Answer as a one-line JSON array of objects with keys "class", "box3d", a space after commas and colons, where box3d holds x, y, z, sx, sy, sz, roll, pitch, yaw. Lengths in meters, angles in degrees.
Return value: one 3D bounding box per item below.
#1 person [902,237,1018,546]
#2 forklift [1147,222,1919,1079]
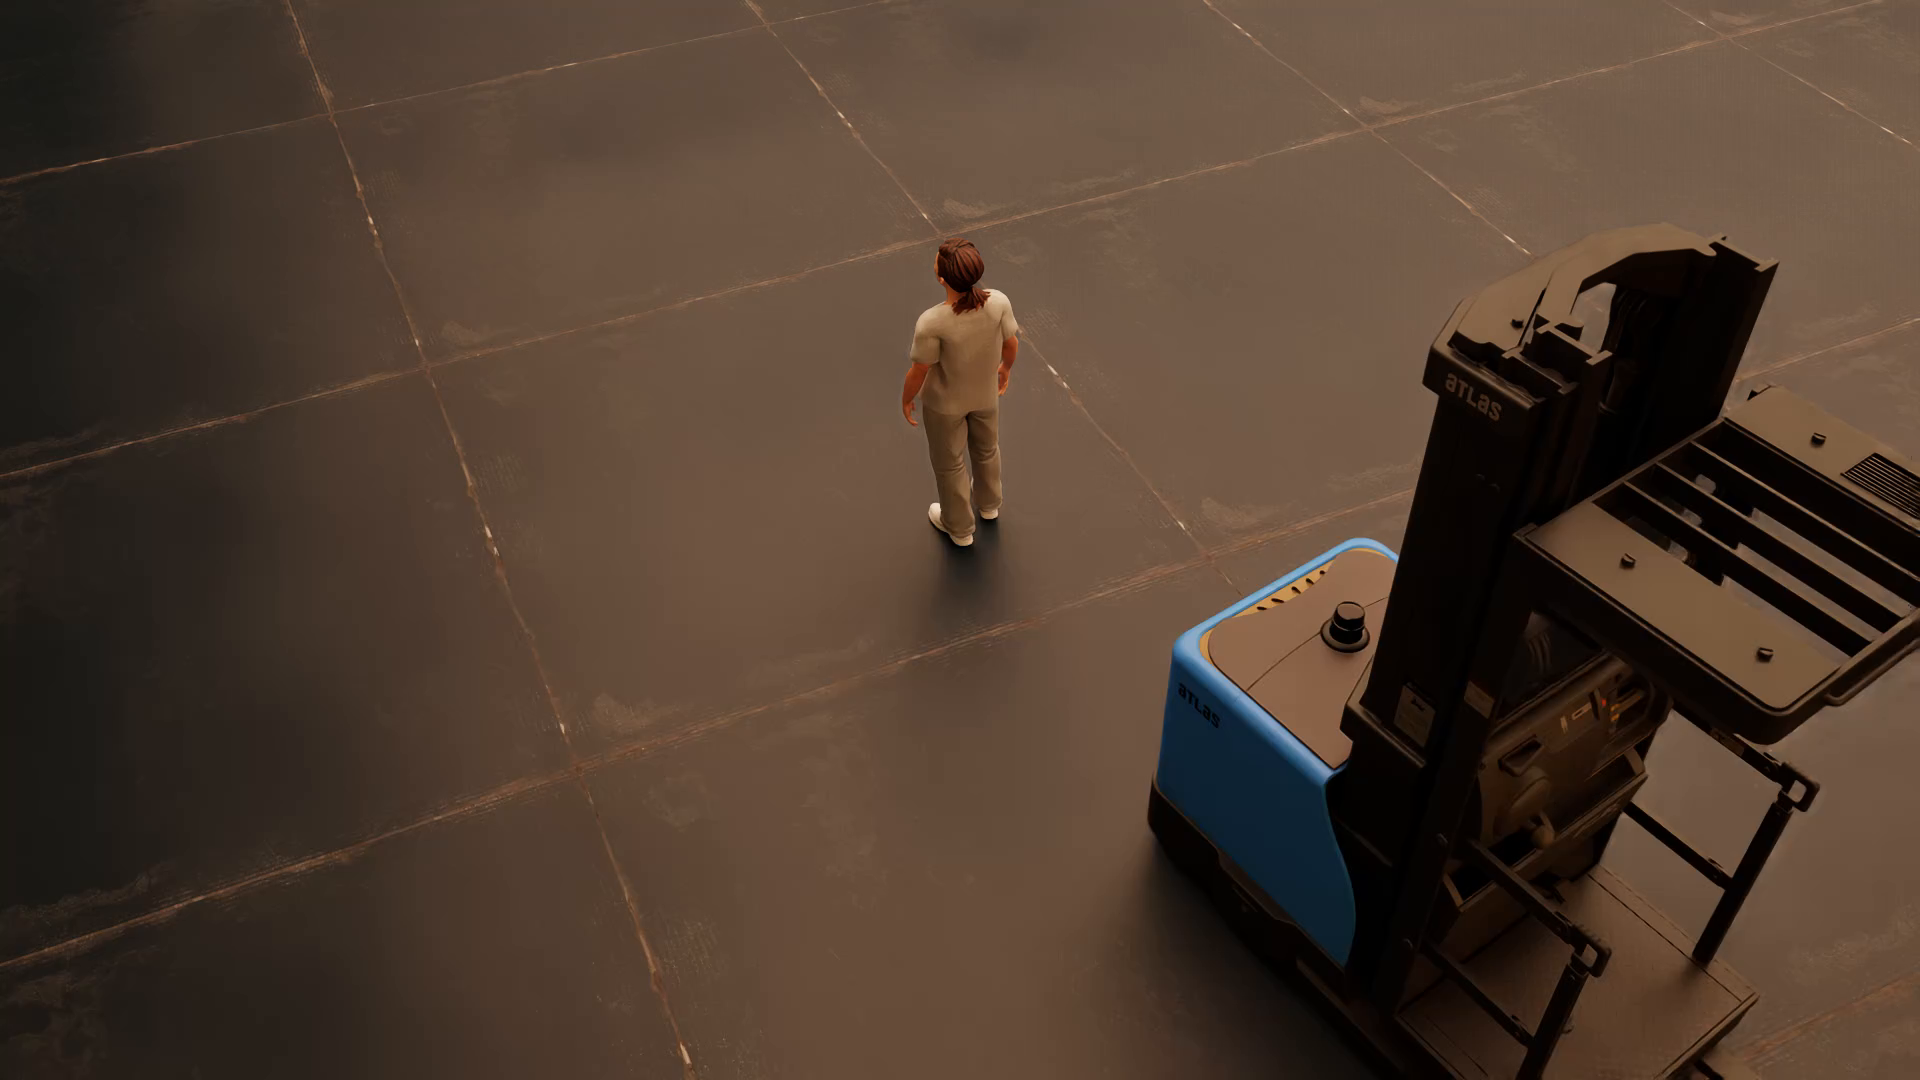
[{"class": "person", "box3d": [-0.019, -0.667, 7.304, 0.550, 1.675, 0.549, -18, 46, -18]}, {"class": "forklift", "box3d": [2.011, 0.687, 4.944, 1.130, 2.935, 3.031, -26, 49, -26]}]
